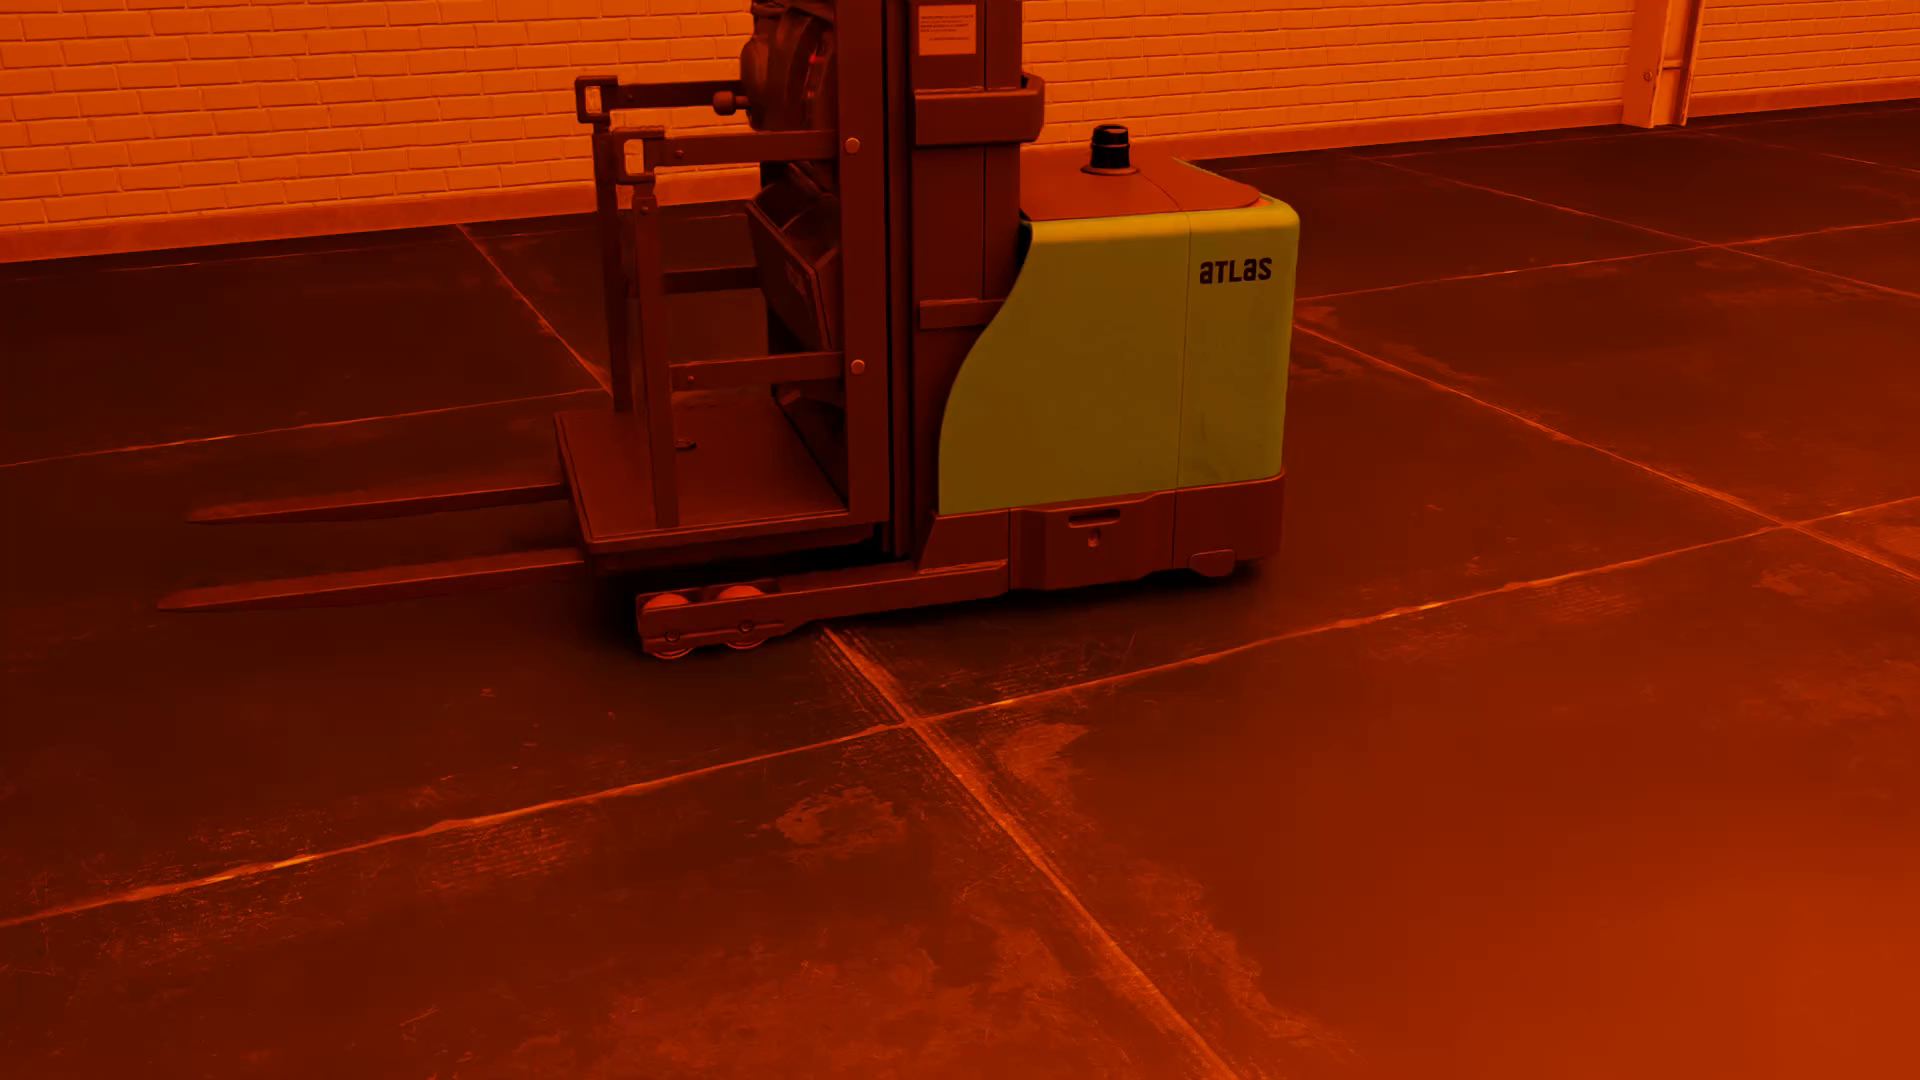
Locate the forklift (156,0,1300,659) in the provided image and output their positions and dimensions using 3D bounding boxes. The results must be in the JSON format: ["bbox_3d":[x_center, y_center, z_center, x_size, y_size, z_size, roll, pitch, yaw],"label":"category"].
[{"bbox_3d":[-0.639,-1.268,4.339,3.031,2.935,1.130,-7,23,-16],"label":"forklift"}]
